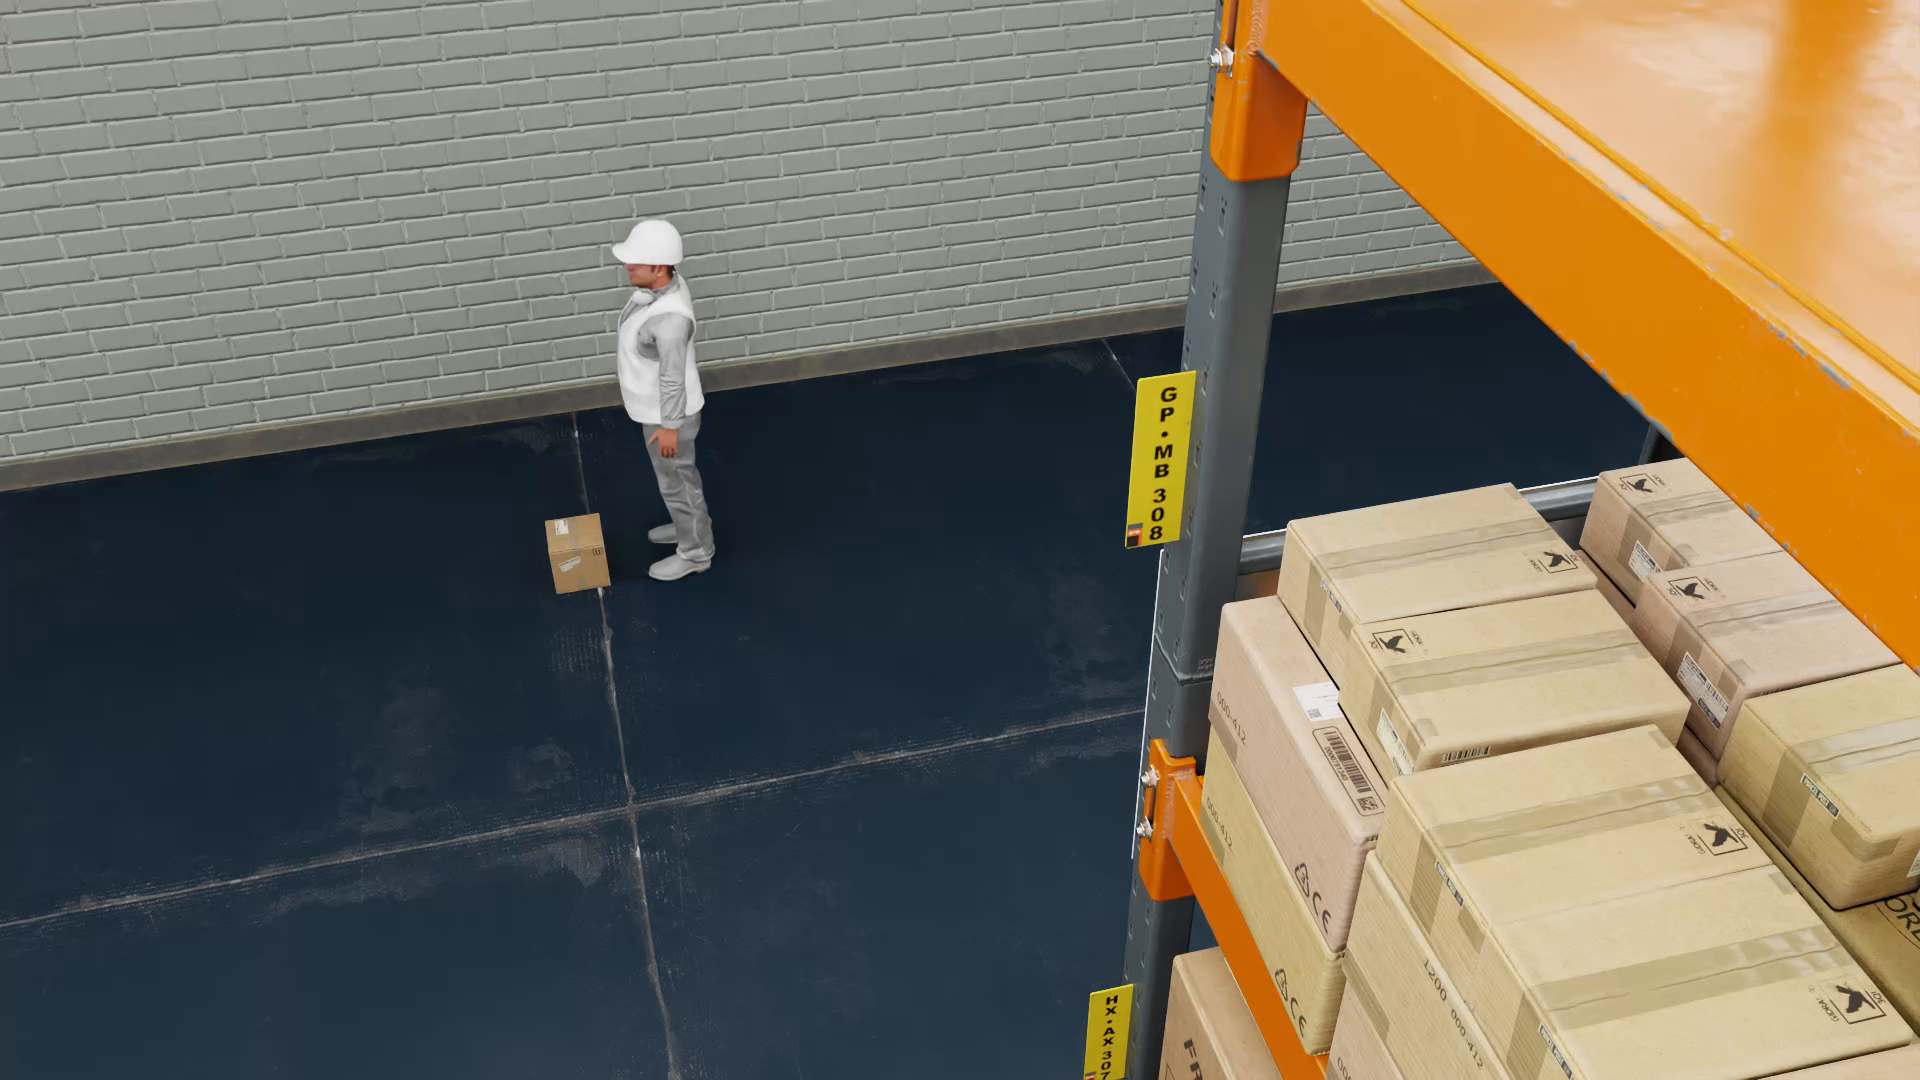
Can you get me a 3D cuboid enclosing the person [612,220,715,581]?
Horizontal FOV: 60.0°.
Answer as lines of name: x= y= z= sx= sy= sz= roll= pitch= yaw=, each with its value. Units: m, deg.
person: x=-1.319 y=-0.604 z=7.408 sx=0.357 sy=1.787 sz=0.533 roll=-9 pitch=39 yaw=-11
